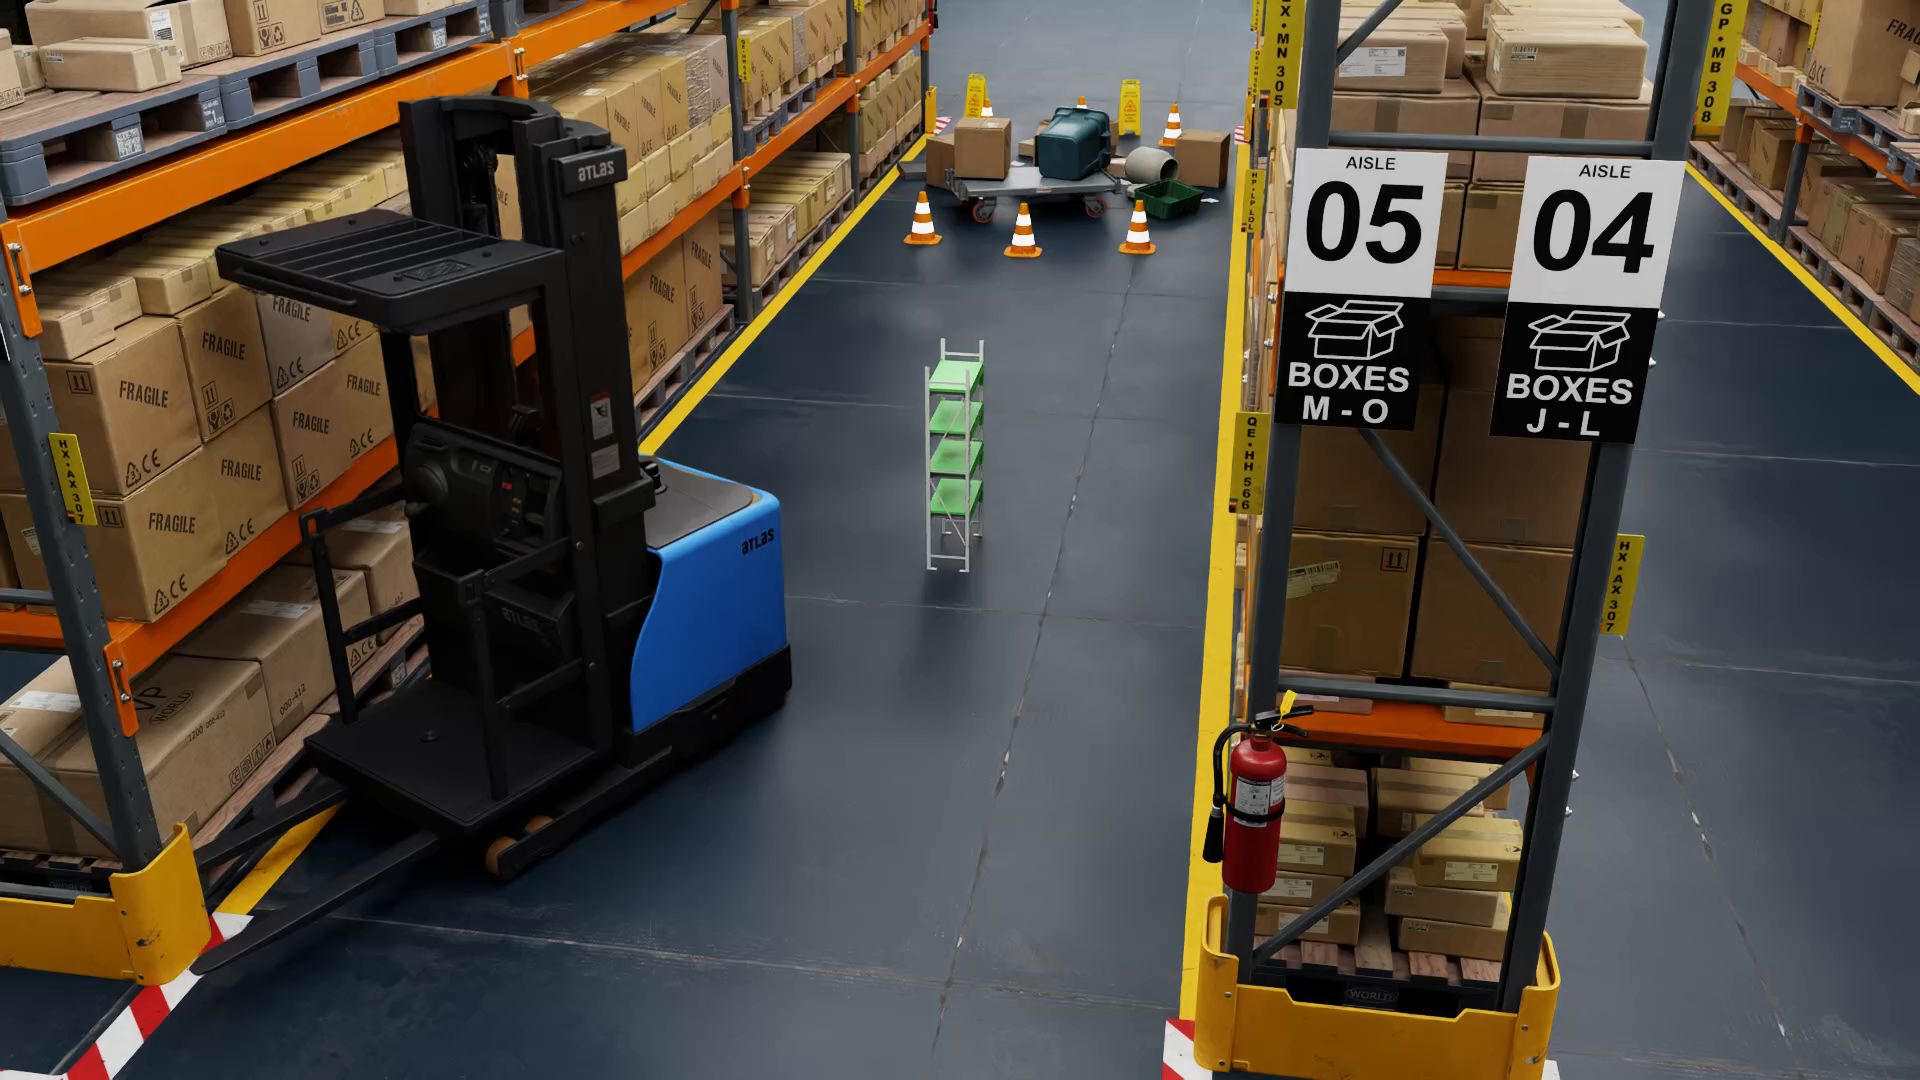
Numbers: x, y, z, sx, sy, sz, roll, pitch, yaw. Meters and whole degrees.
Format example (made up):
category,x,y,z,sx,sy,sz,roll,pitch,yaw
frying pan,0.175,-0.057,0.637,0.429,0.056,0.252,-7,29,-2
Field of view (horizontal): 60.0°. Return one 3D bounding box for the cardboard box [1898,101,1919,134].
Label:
category,x,y,z,sx,sy,sz,roll,pitch,yaw
cardboard box,7.596,-3.318,12.963,0.396,0.266,0.258,3,25,7

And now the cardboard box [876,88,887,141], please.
category,x,y,z,sx,sy,sz,roll,pitch,yaw
cardboard box,-1.094,-4.569,17.837,0.500,0.500,0.500,5,26,11

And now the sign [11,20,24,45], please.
category,x,y,z,sx,sy,sz,roll,pitch,yaw
sign,-7.632,-4.063,13.526,0.100,0.325,0.005,4,25,9

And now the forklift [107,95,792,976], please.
category,x,y,z,sx,sy,sz,roll,pitch,yaw
forklift,-2.090,-0.179,6.674,1.130,2.935,3.031,17,30,32

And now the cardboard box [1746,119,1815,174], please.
category,x,y,z,sx,sy,sz,roll,pitch,yaw
cardboard box,8.594,-4.104,17.432,0.500,0.500,0.500,6,26,13

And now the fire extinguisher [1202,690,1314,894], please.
category,x,y,z,sx,sy,sz,roll,pitch,yaw
fire extinguisher,0.910,0.765,5.109,0.296,0.674,0.183,4,25,9

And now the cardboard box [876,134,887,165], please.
category,x,y,z,sx,sy,sz,roll,pitch,yaw
cardboard box,-1.094,-4.229,17.995,0.500,0.250,0.500,5,26,11

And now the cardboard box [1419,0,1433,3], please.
category,x,y,z,sx,sy,sz,roll,pitch,yaw
cardboard box,1.386,-1.793,5.621,0.380,0.149,0.250,3,25,7

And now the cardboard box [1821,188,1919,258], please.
category,x,y,z,sx,sy,sz,roll,pitch,yaw
cardboard box,8.026,-2.759,14.536,0.700,0.500,0.500,4,25,8

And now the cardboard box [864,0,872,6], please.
category,x,y,z,sx,sy,sz,roll,pitch,yaw
cardboard box,-1.247,-5.634,16.600,0.700,0.500,0.500,4,25,8

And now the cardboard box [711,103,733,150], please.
category,x,y,z,sx,sy,sz,roll,pitch,yaw
cardboard box,-2.015,-3.097,12.416,0.500,0.250,0.500,4,25,8

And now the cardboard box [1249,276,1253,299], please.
category,x,y,z,sx,sy,sz,roll,pitch,yaw
cardboard box,2.186,-1.566,11.127,0.500,0.250,0.500,4,25,9

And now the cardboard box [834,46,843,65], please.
category,x,y,z,sx,sy,sz,roll,pitch,yaw
cardboard box,-1.345,-4.674,15.999,0.380,0.149,0.250,4,25,9

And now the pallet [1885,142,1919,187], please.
category,x,y,z,sx,sy,sz,roll,pitch,yaw
pallet,7.602,-2.691,12.187,1.213,0.211,1.003,4,25,9

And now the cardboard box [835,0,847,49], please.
category,x,y,z,sx,sy,sz,roll,pitch,yaw
cardboard box,-1.382,-4.993,15.915,0.500,0.500,0.500,4,25,8

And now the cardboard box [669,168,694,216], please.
category,x,y,z,sx,sy,sz,roll,pitch,yaw
cardboard box,-2.179,-2.437,11.596,0.500,0.250,0.500,4,25,8

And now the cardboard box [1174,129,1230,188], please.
category,x,y,z,sx,sy,sz,roll,pitch,yaw
cardboard box,2.608,-4.121,17.961,0.500,0.500,0.500,8,26,18

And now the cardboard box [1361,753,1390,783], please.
category,x,y,z,sx,sy,sz,roll,pitch,yaw
cardboard box,1.901,0.959,7.030,0.380,0.149,0.250,4,25,9

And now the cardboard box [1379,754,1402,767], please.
category,x,y,z,sx,sy,sz,roll,pitch,yaw
cardboard box,1.880,0.794,6.682,0.380,0.149,0.250,3,25,6

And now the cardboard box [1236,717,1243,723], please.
category,x,y,z,sx,sy,sz,roll,pitch,yaw
cardboard box,1.366,0.778,7.066,0.380,0.149,0.250,4,25,9

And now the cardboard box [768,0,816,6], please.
category,x,y,z,sx,sy,sz,roll,pitch,yaw
cardboard box,-1.507,-4.882,14.912,0.380,0.149,0.250,3,25,6

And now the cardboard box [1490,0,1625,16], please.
category,x,y,z,sx,sy,sz,roll,pitch,yaw
cardboard box,1.900,-1.645,5.305,0.380,0.149,0.250,4,25,9

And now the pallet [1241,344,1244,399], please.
category,x,y,z,sx,sy,sz,roll,pitch,yaw
pallet,2.584,-1.269,12.212,1.003,0.211,1.213,4,25,9

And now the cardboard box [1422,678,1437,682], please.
category,x,y,z,sx,sy,sz,roll,pitch,yaw
cardboard box,1.783,0.379,5.698,0.380,0.149,0.250,5,26,10

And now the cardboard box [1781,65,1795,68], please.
category,x,y,z,sx,sy,sz,roll,pitch,yaw
cardboard box,8.241,-4.554,16.237,0.380,0.149,0.250,4,25,9

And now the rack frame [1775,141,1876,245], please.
category,x,y,z,sx,sy,sz,roll,pitch,yaw
rack frame,8.244,-4.145,15.068,1.000,3.000,0.127,4,25,9

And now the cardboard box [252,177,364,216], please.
category,x,y,z,sx,sy,sz,roll,pitch,yaw
cardboard box,-2.873,-1.493,7.339,0.380,0.149,0.250,4,25,9

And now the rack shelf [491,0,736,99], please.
category,x,y,z,sx,sy,sz,roll,pitch,yaw
rack shelf,-2.513,-3.355,10.690,1.077,0.370,4.000,4,25,9

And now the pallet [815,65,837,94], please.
category,x,y,z,sx,sy,sz,roll,pitch,yaw
pallet,-1.801,-4.436,15.914,1.003,0.211,1.213,4,25,9

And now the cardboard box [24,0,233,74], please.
category,x,y,z,sx,sy,sz,roll,pitch,yaw
cardboard box,-3.200,-1.989,6.416,0.500,0.311,0.500,4,25,9

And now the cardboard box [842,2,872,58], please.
category,x,y,z,sx,sy,sz,roll,pitch,yaw
cardboard box,-1.186,-5.177,16.803,0.500,0.500,0.500,4,25,8

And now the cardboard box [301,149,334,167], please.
category,x,y,z,sx,sy,sz,roll,pitch,yaw
cardboard box,-3.275,-1.846,8.093,0.380,0.149,0.250,4,25,8

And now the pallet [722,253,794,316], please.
category,x,y,z,sx,sy,sz,roll,pitch,yaw
pallet,-2.057,-2.223,14.250,1.003,0.211,1.213,4,25,9

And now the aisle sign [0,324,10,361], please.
category,x,y,z,sx,sy,sz,roll,pitch,yaw
aisle sign,-3.220,-0.940,5.154,0.394,0.787,0.004,4,25,9

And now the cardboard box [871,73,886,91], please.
category,x,y,z,sx,sy,sz,roll,pitch,yaw
cardboard box,-1.008,-4.902,17.782,0.380,0.149,0.250,5,26,11

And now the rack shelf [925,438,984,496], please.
category,x,y,z,sx,sy,sz,roll,pitch,yaw
rack shelf,-0.027,-0.416,9.375,0.258,0.148,0.480,4,25,9

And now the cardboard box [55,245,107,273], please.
category,x,y,z,sx,sy,sz,roll,pitch,yaw
cardboard box,-3.574,-1.093,6.485,0.380,0.149,0.250,5,25,10

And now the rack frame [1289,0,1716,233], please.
category,x,y,z,sx,sy,sz,roll,pitch,yaw
rack frame,1.406,-2.230,3.899,1.000,3.000,0.127,4,25,9

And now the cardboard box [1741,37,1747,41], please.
category,x,y,z,sx,sy,sz,roll,pitch,yaw
cardboard box,8.480,-5.289,17.808,0.380,0.149,0.250,4,25,9

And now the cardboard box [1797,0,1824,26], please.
category,x,y,z,sx,sy,sz,roll,pitch,yaw
cardboard box,8.046,-4.986,15.215,0.500,0.500,0.500,4,25,9

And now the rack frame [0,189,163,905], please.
category,x,y,z,sx,sy,sz,roll,pitch,yaw
rack frame,-3.494,0.187,5.813,1.000,3.000,0.127,4,25,9

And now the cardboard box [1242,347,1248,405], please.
category,x,y,z,sx,sy,sz,roll,pitch,yaw
cardboard box,2.104,-0.999,10.800,0.500,0.500,0.500,3,25,7

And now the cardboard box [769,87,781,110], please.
category,x,y,z,sx,sy,sz,roll,pitch,yaw
cardboard box,-1.715,-3.699,13.916,0.380,0.149,0.250,4,25,9

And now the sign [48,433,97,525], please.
category,x,y,z,sx,sy,sz,roll,pitch,yaw
sign,-2.947,-0.200,5.525,0.100,0.325,0.005,4,25,9

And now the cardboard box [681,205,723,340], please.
category,x,y,z,sx,sy,sz,roll,pitch,yaw
cardboard box,-2.381,-2.104,12.717,0.875,0.875,0.875,4,25,8

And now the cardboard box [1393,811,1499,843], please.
category,x,y,z,sx,sy,sz,roll,pitch,yaw
cardboard box,1.845,1.142,6.289,0.380,0.149,0.250,4,25,8

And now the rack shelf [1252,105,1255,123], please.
category,x,y,z,sx,sy,sz,roll,pitch,yaw
rack shelf,3.040,-3.369,14.258,1.077,0.370,4.000,4,25,9

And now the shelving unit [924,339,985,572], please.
category,x,y,z,sx,sy,sz,roll,pitch,yaw
shelving unit,-0.027,-0.474,9.348,0.258,1.200,0.503,4,25,9

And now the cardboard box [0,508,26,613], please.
category,x,y,z,sx,sy,sz,roll,pitch,yaw
cardboard box,-3.676,-0.079,6.262,0.500,0.500,0.500,4,25,9

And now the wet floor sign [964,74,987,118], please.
category,x,y,z,sx,sy,sz,roll,pitch,yaw
wet floor sign,0.208,-5.444,20.619,0.267,0.644,0.232,13,28,26

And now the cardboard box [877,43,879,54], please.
category,x,y,z,sx,sy,sz,roll,pitch,yaw
cardboard box,-1.074,-5.265,17.756,0.380,0.149,0.250,4,25,8

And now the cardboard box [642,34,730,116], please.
category,x,y,z,sx,sy,sz,roll,pitch,yaw
cardboard box,-2.013,-3.423,12.227,0.500,0.500,0.500,3,25,7

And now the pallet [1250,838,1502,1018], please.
category,x,y,z,sx,sy,sz,roll,pitch,yaw
pallet,1.586,1.381,6.550,1.003,0.211,1.213,4,25,9

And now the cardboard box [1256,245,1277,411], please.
category,x,y,z,sx,sy,sz,roll,pitch,yaw
cardboard box,1.394,-0.784,6.238,0.500,0.500,0.500,5,26,11

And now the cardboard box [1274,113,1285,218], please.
category,x,y,z,sx,sy,sz,roll,pitch,yaw
cardboard box,1.296,-1.226,5.469,0.500,0.250,0.500,4,25,9

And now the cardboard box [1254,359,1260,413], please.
category,x,y,z,sx,sy,sz,roll,pitch,yaw
cardboard box,1.480,-0.534,6.884,0.500,0.500,0.500,5,26,11

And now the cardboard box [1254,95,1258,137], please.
category,x,y,z,sx,sy,sz,roll,pitch,yaw
cardboard box,2.687,-3.528,13.632,0.500,0.500,0.500,4,25,8

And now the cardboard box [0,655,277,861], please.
category,x,y,z,sx,sy,sz,roll,pitch,yaw
cardboard box,-3.485,0.874,6.871,0.875,0.438,0.875,3,25,7

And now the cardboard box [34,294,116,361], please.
category,x,y,z,sx,sy,sz,roll,pitch,yaw
cardboard box,-3.163,-0.734,5.718,0.380,0.149,0.250,5,25,10
